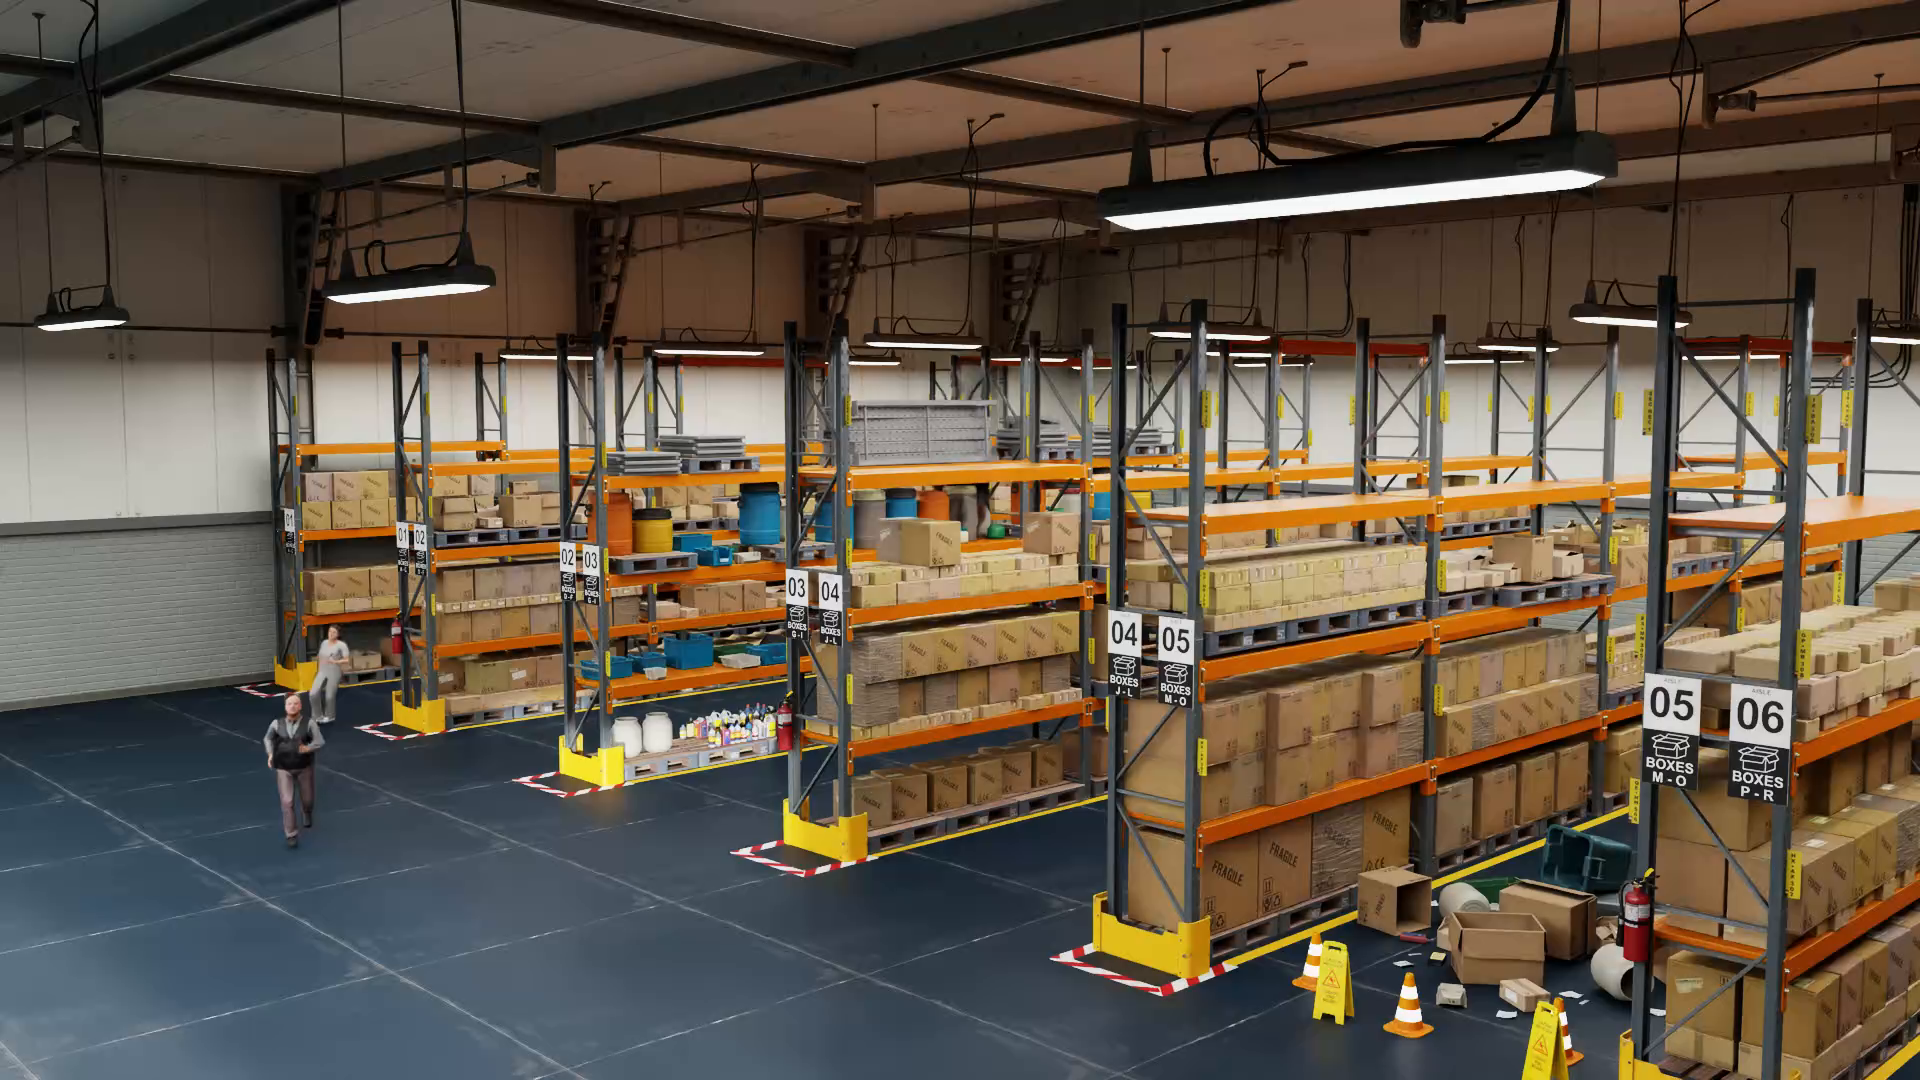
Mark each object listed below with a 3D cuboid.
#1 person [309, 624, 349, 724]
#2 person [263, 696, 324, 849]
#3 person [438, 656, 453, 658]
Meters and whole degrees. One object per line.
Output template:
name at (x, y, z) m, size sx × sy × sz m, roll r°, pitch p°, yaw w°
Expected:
person at (-9.813, 2.121, 25.959) m, size 0.654 × 1.649 × 0.651 m, roll 1°, pitch 5°, yaw 6°
person at (-7.704, 2.648, 19.251) m, size 0.668 × 1.698 × 0.896 m, roll -2°, pitch 5°, yaw -18°
person at (-8.640, 1.887, 27.645) m, size 0.643 × 1.743 × 0.615 m, roll 4°, pitch 6°, yaw 36°
